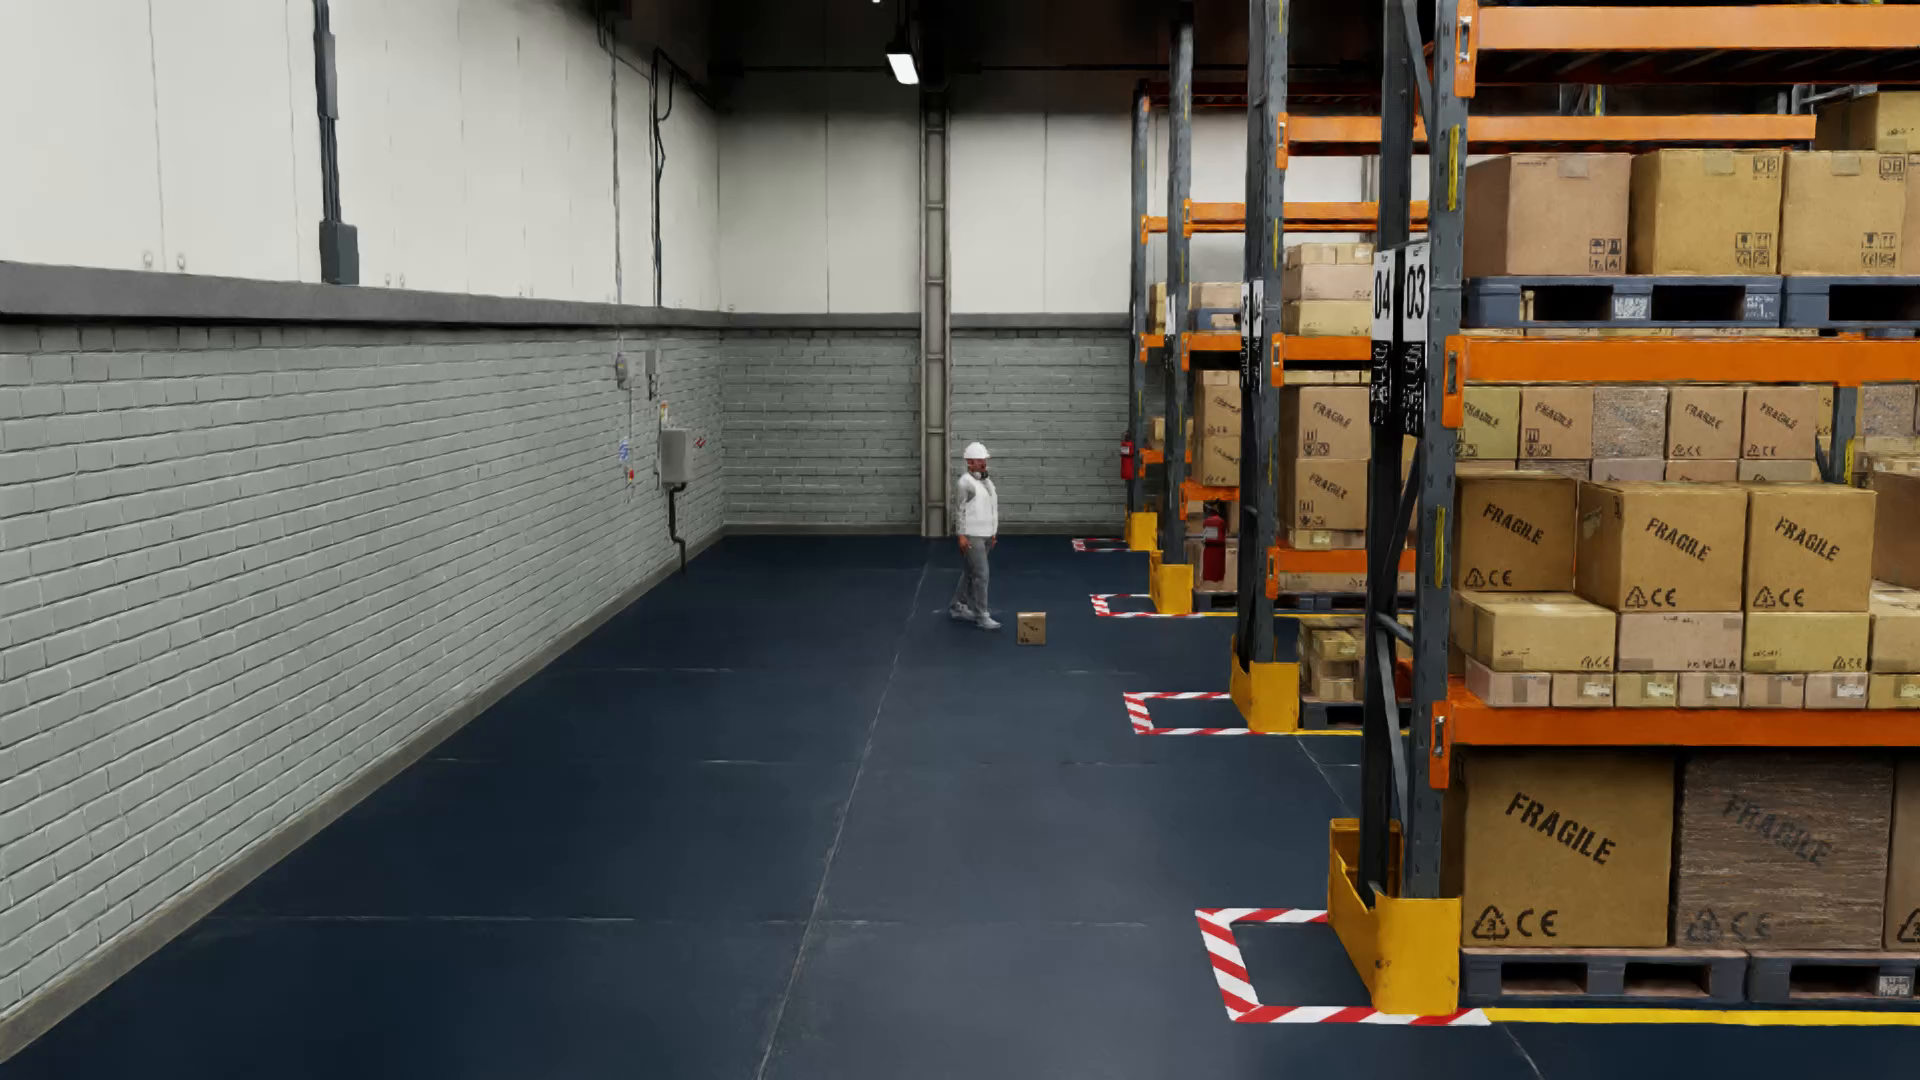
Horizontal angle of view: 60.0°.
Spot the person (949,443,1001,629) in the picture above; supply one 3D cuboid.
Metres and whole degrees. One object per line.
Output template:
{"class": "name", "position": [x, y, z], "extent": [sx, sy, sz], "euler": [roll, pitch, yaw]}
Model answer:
{"class": "person", "position": [0.161, -0.054, 16.074], "extent": [0.638, 1.776, 0.560], "euler": [4, 8, 27]}
